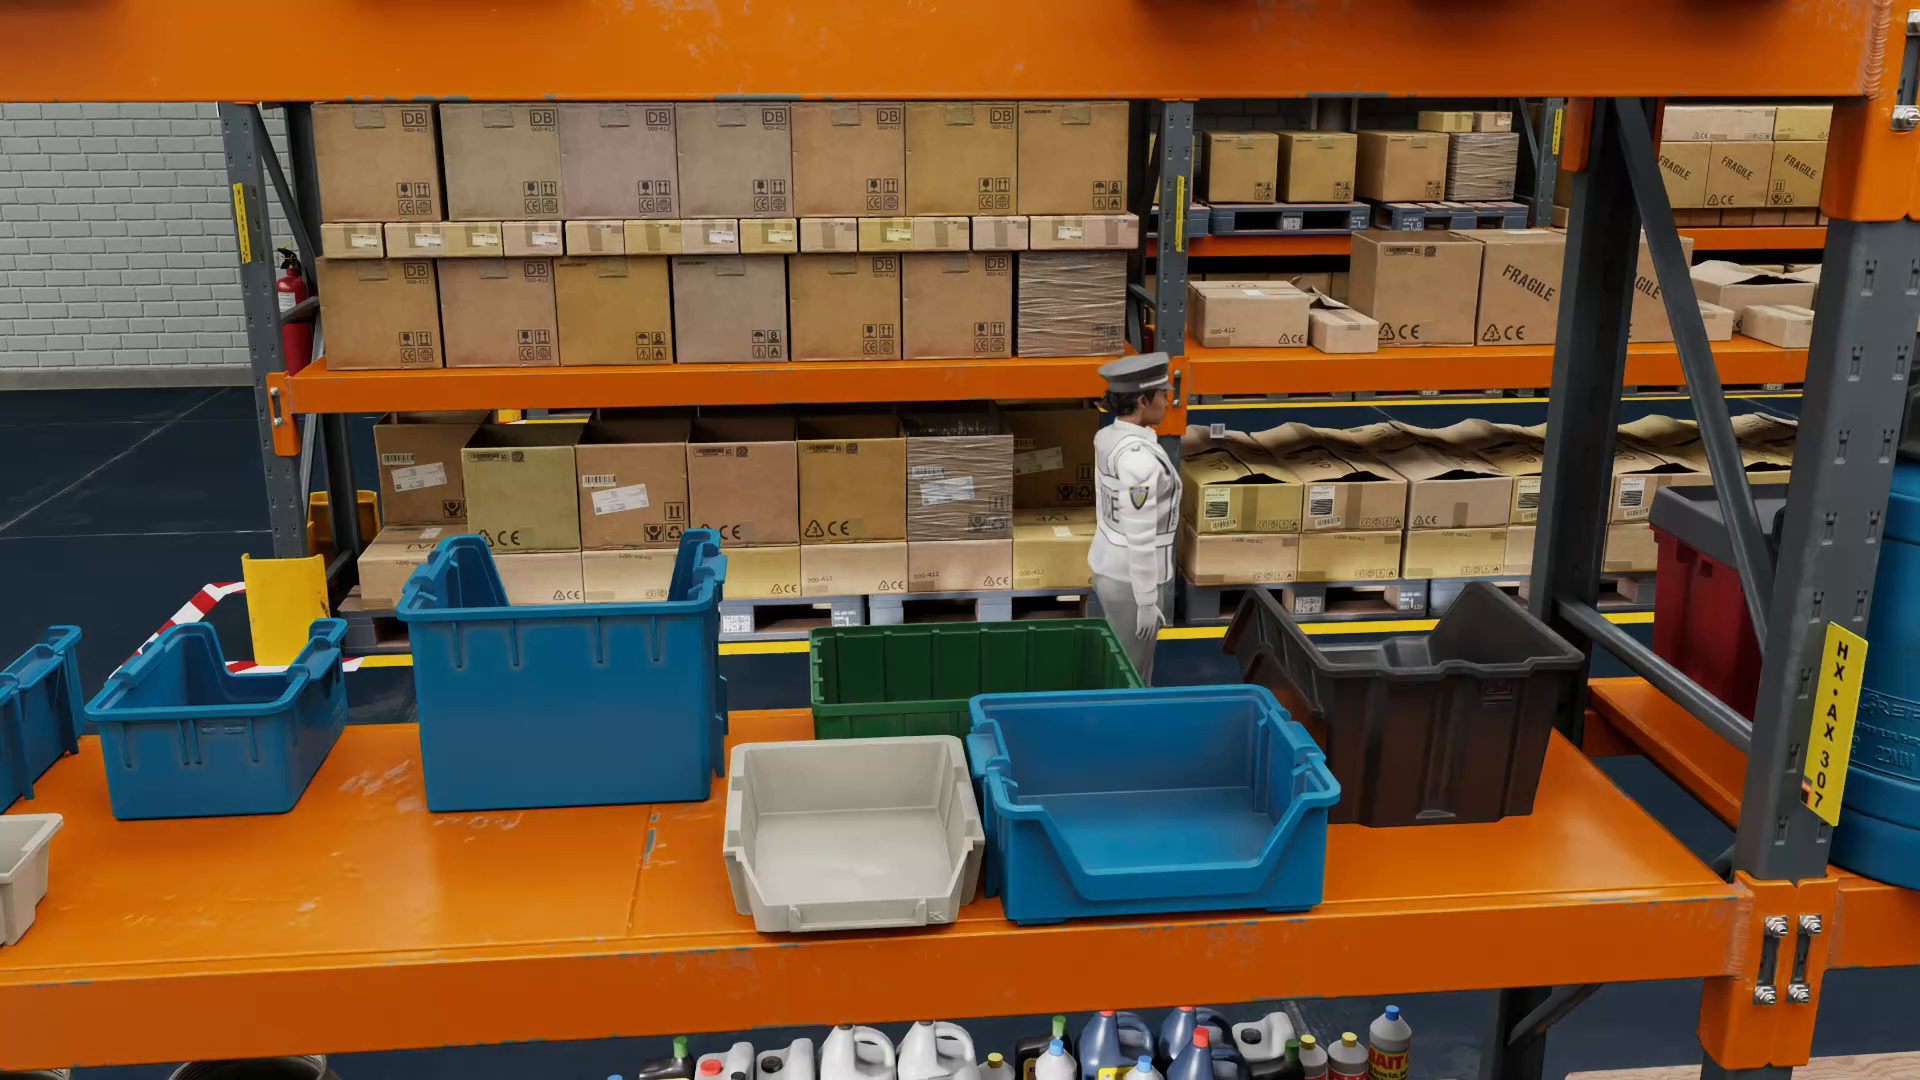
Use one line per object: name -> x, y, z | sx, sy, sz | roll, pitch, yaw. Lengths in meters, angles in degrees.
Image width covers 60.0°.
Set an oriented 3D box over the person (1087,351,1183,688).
person -> 0.686, 0.158, 6.001 | 0.456, 1.688, 0.506 | -2, 17, -6
